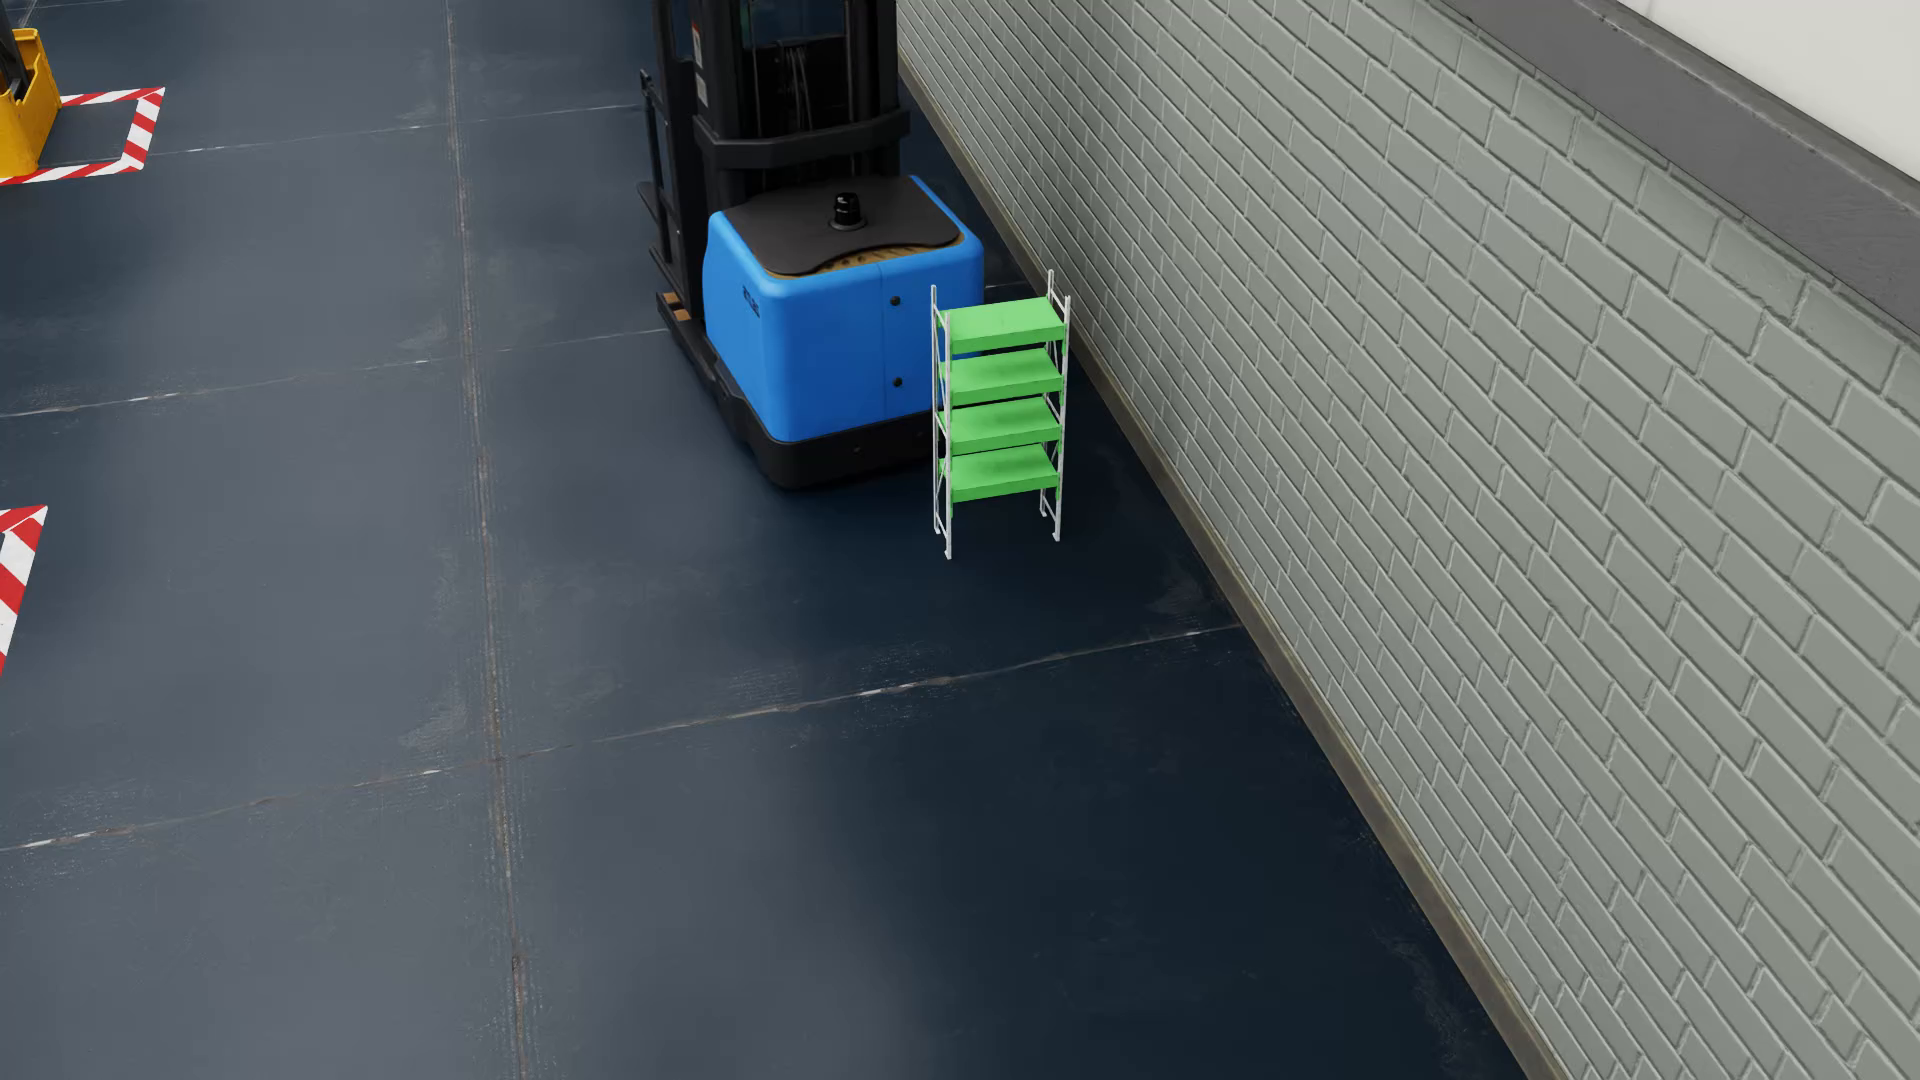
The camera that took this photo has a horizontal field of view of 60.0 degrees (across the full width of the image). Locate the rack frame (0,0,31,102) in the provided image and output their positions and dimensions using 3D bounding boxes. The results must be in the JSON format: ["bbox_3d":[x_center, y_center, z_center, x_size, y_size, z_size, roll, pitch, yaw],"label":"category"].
[{"bbox_3d":[-6.000,-3.738,9.667,0.127,3.000,1.000,-9,38,-12],"label":"rack frame"}]

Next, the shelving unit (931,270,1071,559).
[{"bbox_3d":[0.160,-0.503,6.920,0.503,1.200,0.258,-9,38,-12],"label":"shelving unit"}]

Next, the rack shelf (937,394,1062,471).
[{"bbox_3d":[0.160,-0.452,6.959,0.480,0.148,0.258,-9,38,-12],"label":"rack shelf"}]

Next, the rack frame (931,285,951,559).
[{"bbox_3d":[-0.076,-0.464,6.869,0.015,1.200,0.240,-9,38,-12],"label":"rack frame"}]

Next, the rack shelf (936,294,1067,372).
[{"bbox_3d":[0.160,-0.833,6.667,0.480,0.148,0.258,-9,38,-12],"label":"rack shelf"}]

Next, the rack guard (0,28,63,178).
[{"bbox_3d":[-5.977,-2.749,10.432,0.348,0.500,1.175,-9,38,-12],"label":"rack guard"}]

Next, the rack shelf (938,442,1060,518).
[{"bbox_3d":[0.160,-0.261,7.104,0.480,0.148,0.258,-9,38,-12],"label":"rack shelf"}]

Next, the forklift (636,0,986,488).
[{"bbox_3d":[-0.940,-2.287,7.827,1.130,2.935,3.031,-15,40,-19],"label":"forklift"}]

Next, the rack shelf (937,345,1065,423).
[{"bbox_3d":[0.160,-0.643,6.813,0.480,0.148,0.258,-9,38,-12],"label":"rack shelf"}]

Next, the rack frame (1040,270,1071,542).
[{"bbox_3d":[0.395,-0.541,6.970,0.015,1.200,0.240,-9,38,-12],"label":"rack frame"}]
